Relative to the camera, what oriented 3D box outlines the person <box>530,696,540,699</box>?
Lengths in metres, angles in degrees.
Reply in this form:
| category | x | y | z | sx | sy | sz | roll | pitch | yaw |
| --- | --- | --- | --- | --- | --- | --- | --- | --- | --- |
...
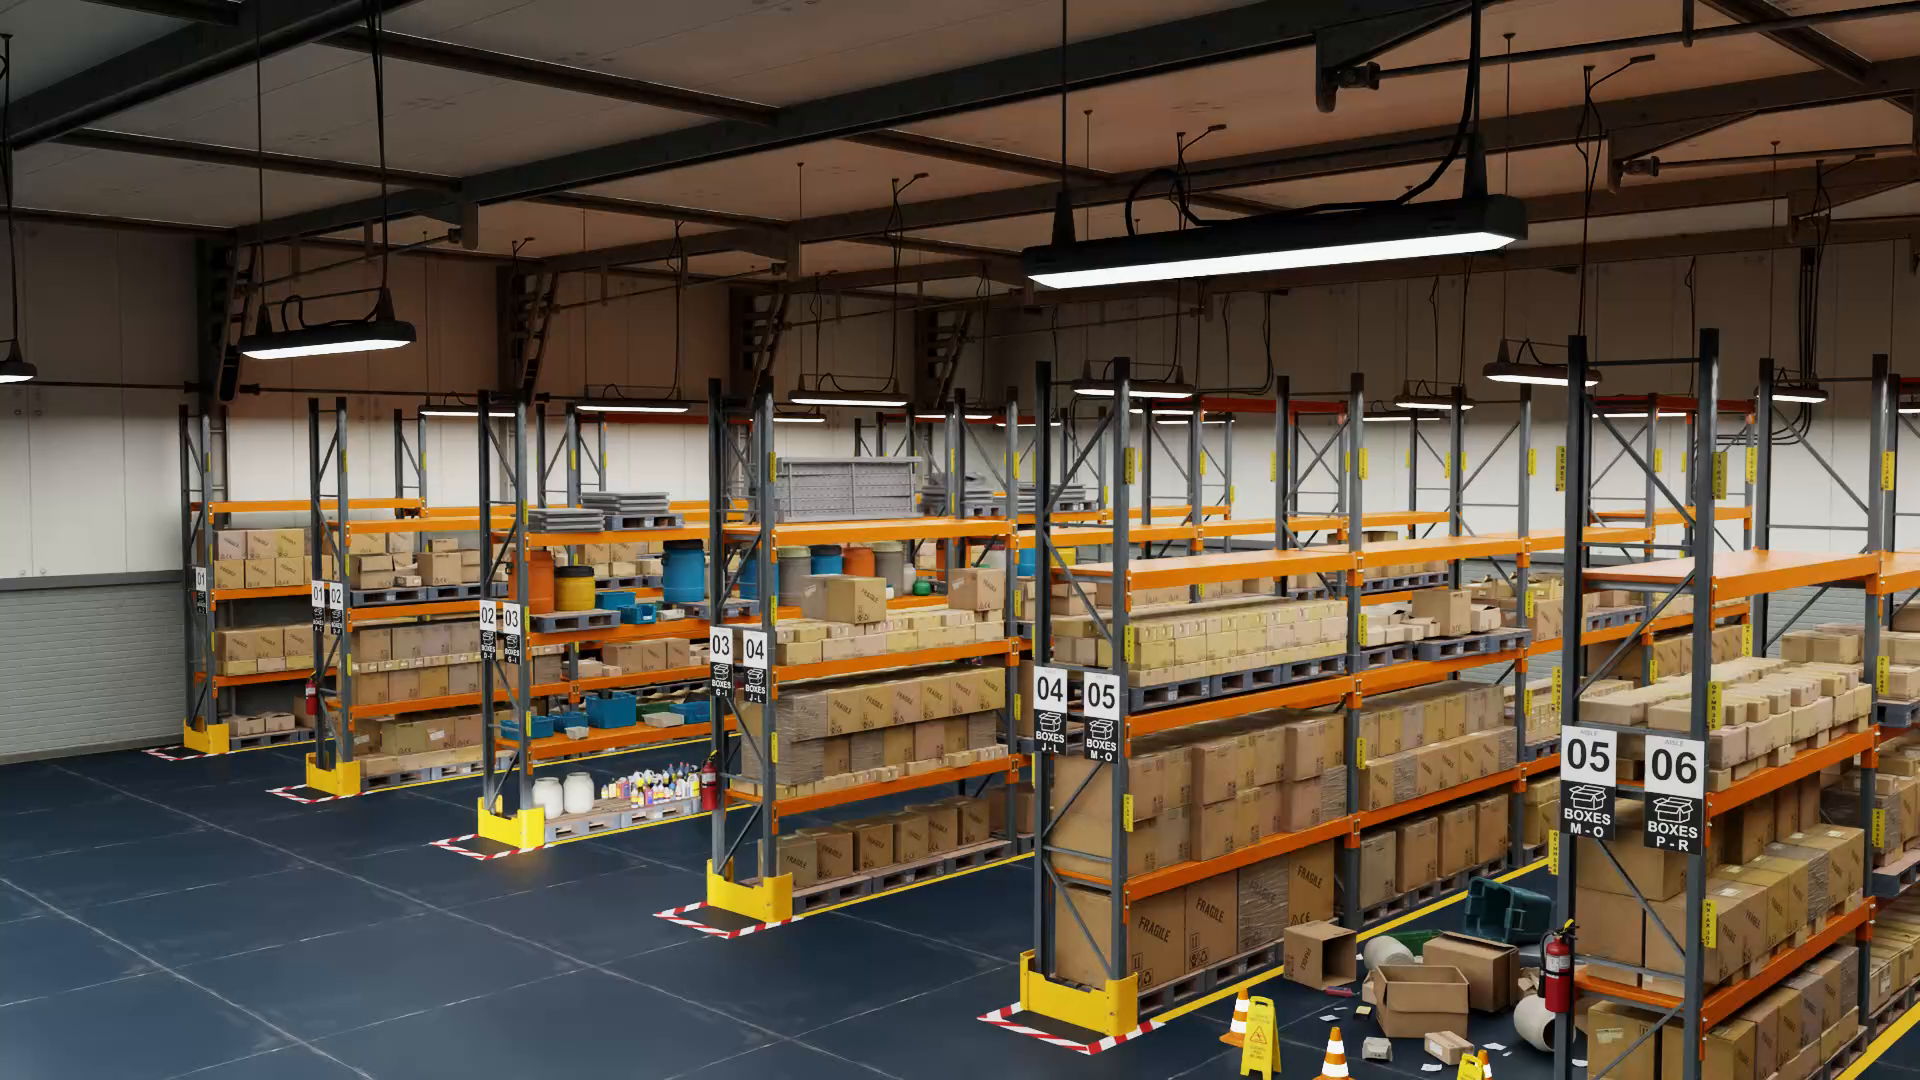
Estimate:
| category | x | y | z | sx | sy | sz | roll | pitch | yaw |
| --- | --- | --- | --- | --- | --- | --- | --- | --- | --- |
| person | -8.117 | 2.695 | 31.778 | 0.452 | 1.607 | 0.337 | -3 | 4 | -44 |
